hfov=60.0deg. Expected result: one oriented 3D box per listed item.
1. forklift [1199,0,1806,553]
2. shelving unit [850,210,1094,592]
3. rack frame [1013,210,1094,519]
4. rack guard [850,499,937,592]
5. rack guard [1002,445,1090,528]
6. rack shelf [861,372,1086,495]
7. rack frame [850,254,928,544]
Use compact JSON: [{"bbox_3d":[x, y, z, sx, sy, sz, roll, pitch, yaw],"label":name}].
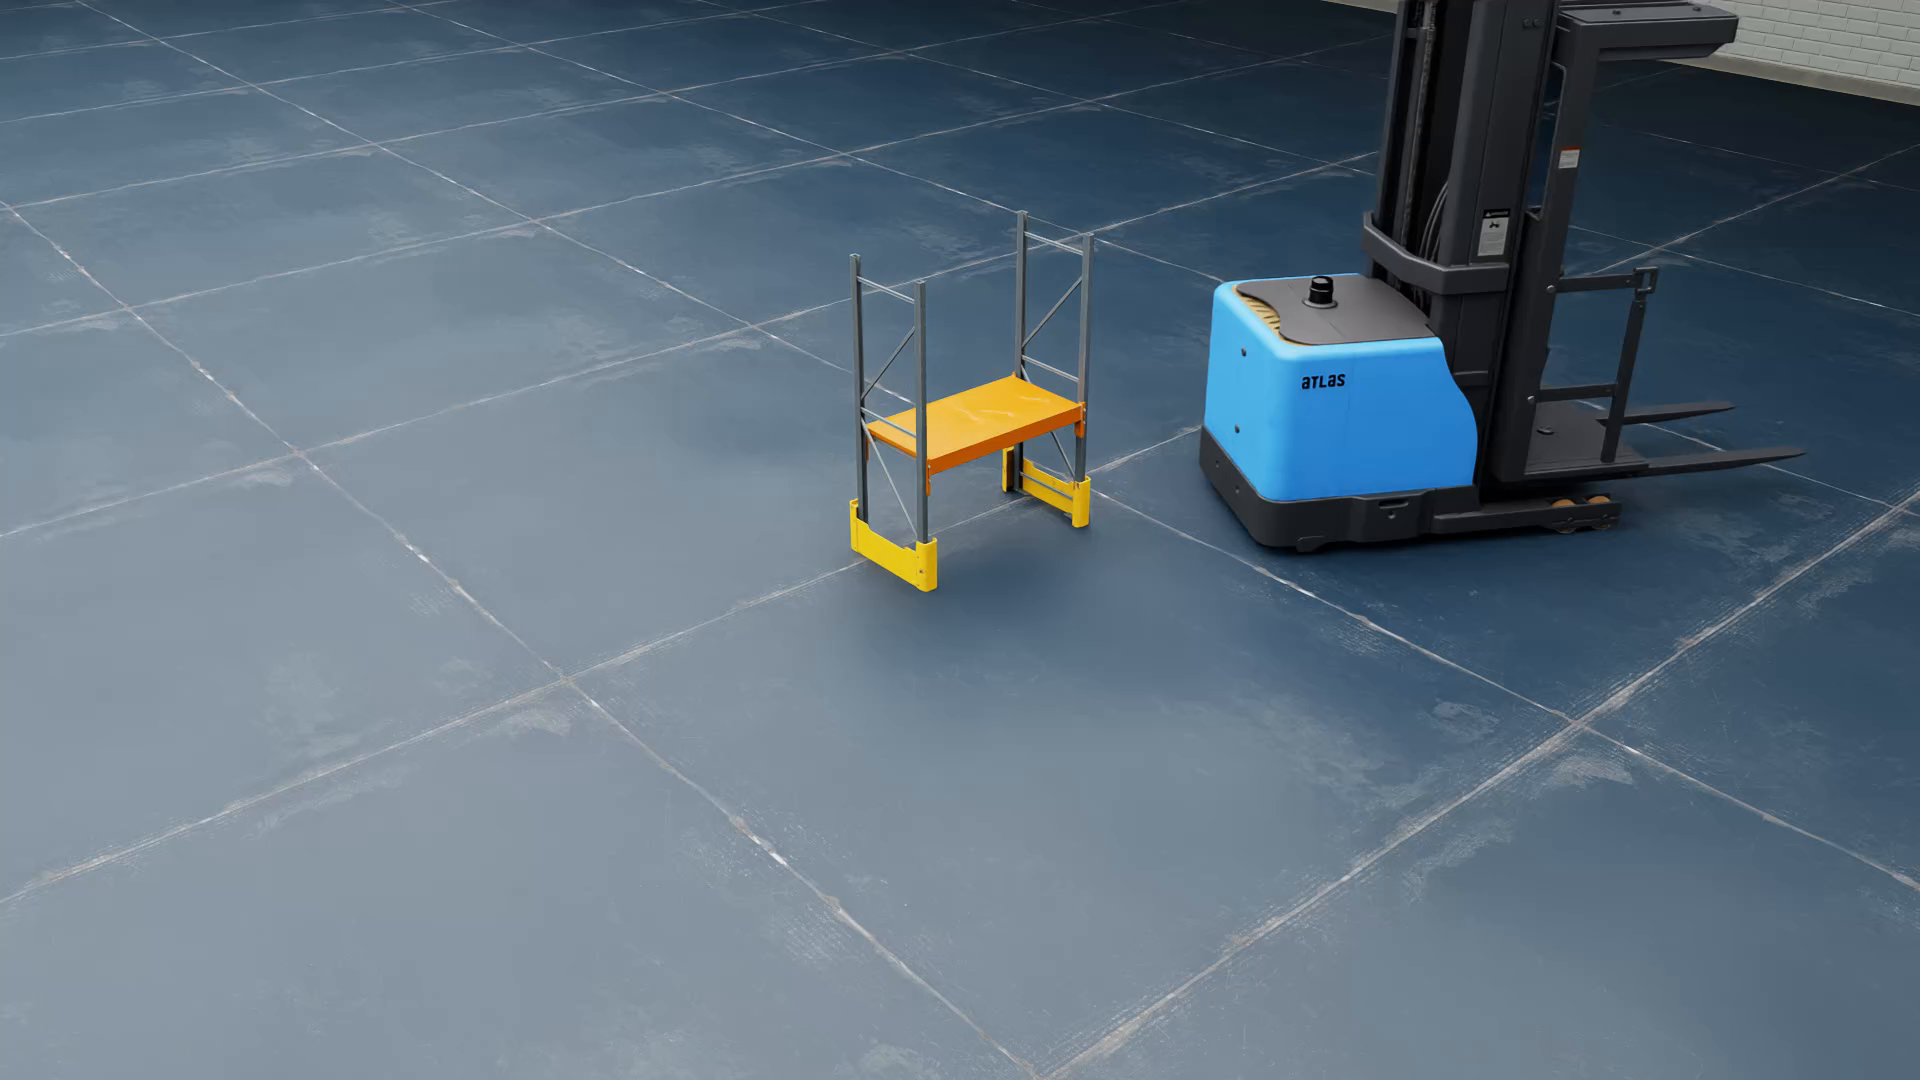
[{"bbox_3d":[2.839,-1.565,8.069,3.031,2.935,1.130,-5,29,-10],"label":"forklift"},{"bbox_3d":[0.058,-0.685,7.940,1.083,1.500,0.587,-22,35,-35],"label":"shelving unit"},{"bbox_3d":[0.452,-0.843,8.236,0.032,1.500,0.500,-22,35,-35],"label":"rack frame"},{"bbox_3d":[-0.321,0.019,7.950,0.087,0.250,0.587,-22,35,-35],"label":"rack guard"},{"bbox_3d":[0.437,-0.286,8.520,0.087,0.250,0.587,-22,35,-35],"label":"rack guard"},{"bbox_3d":[0.065,-0.529,8.030,1.000,0.185,0.538,-22,35,-35],"label":"rack shelf"},{"bbox_3d":[-0.322,-0.532,7.654,0.032,1.500,0.500,-22,35,-35],"label":"rack frame"}]
